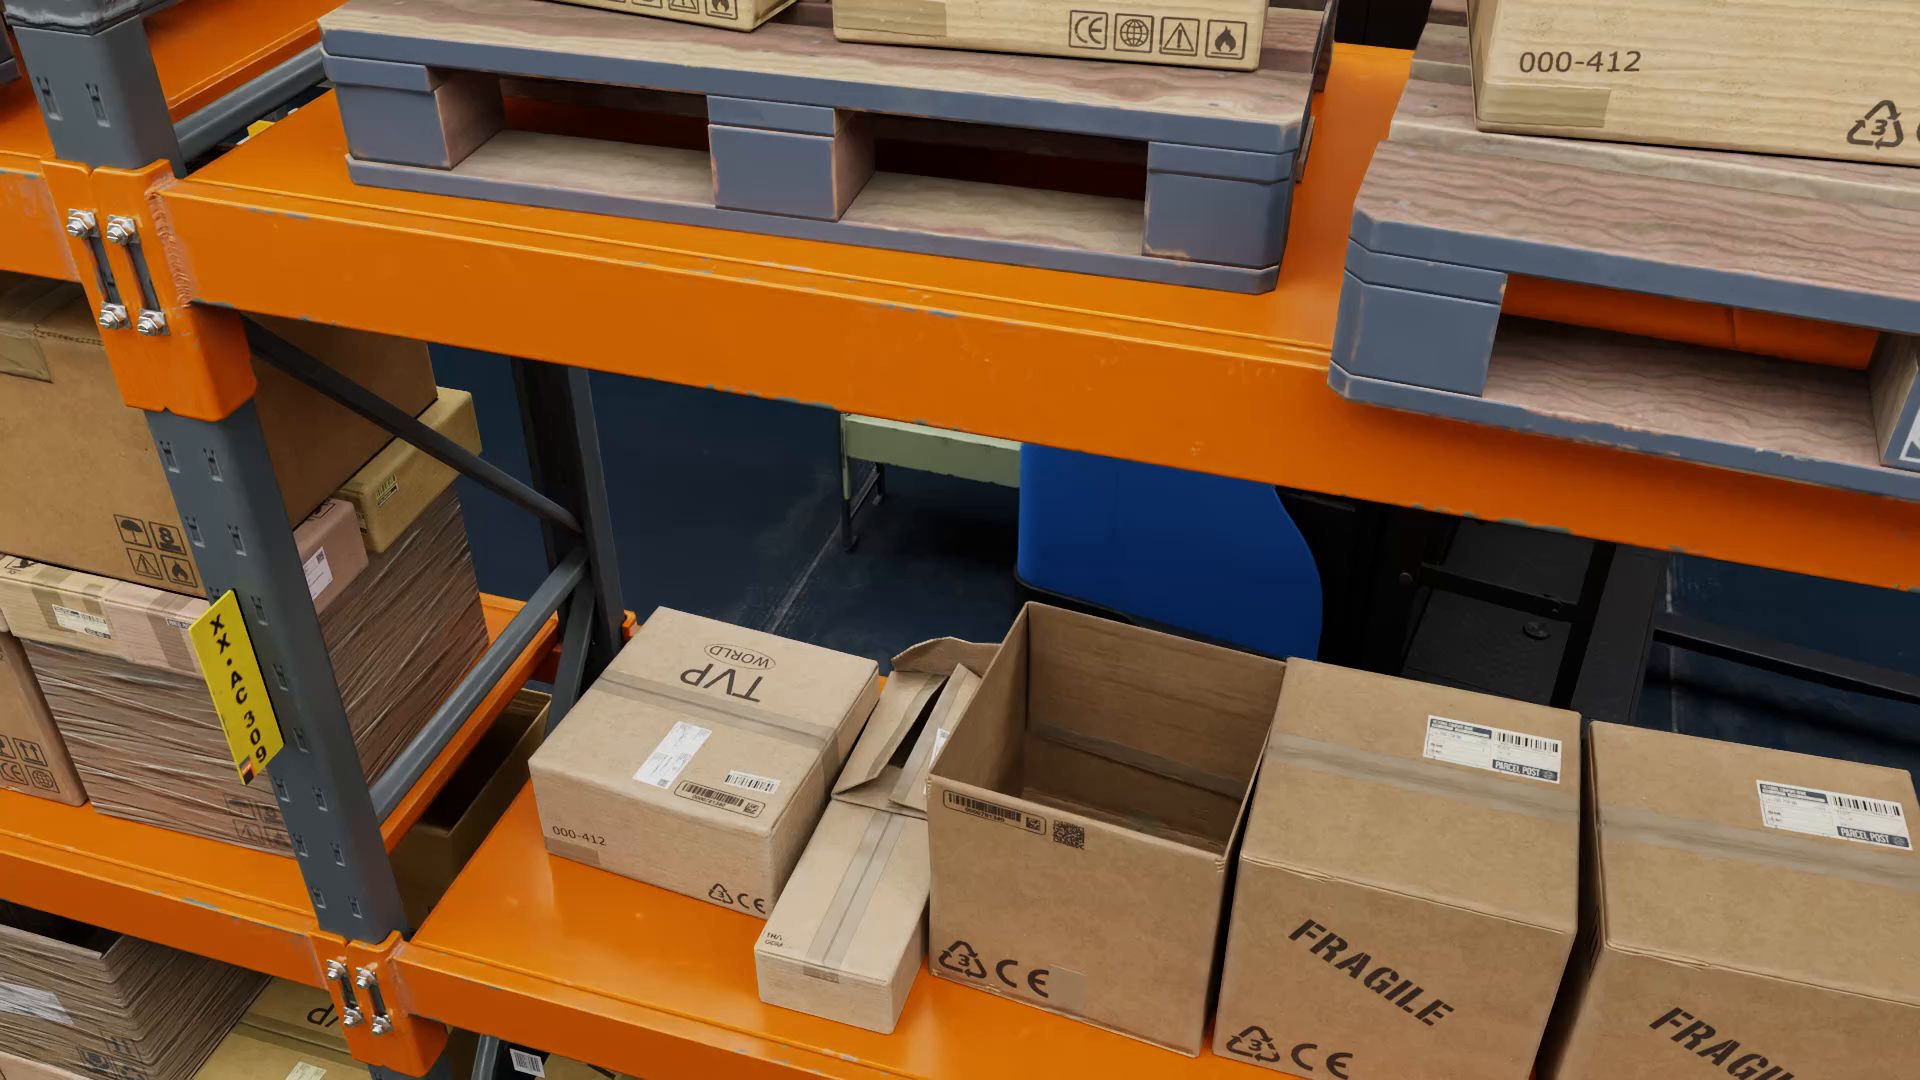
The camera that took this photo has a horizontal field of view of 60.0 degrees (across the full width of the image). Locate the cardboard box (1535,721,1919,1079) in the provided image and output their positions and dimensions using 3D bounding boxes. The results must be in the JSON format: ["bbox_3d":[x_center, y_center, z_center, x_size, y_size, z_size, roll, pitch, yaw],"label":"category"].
[{"bbox_3d":[1.246,0.680,2.711,0.500,0.500,0.500,9,37,11],"label":"cardboard box"}]

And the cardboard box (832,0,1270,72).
[{"bbox_3d":[0.144,-0.806,2.056,0.500,0.250,0.500,7,37,9],"label":"cardboard box"}]

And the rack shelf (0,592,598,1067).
[{"bbox_3d":[-2.875,0.237,4.004,4.000,0.370,1.077,10,38,14],"label":"rack shelf"}]

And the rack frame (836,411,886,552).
[{"bbox_3d":[-0.363,-0.676,5.903,0.023,1.500,0.400,11,38,14],"label":"rack frame"}]

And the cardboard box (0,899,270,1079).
[{"bbox_3d":[-1.948,0.884,3.851,0.500,0.500,0.500,10,38,14],"label":"cardboard box"}]

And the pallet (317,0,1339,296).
[{"bbox_3d":[-0.120,-0.681,2.276,1.217,0.209,0.805,9,37,12],"label":"pallet"}]

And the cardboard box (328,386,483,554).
[{"bbox_3d":[-1.165,-0.158,3.302,0.250,0.149,0.380,10,38,14],"label":"cardboard box"}]

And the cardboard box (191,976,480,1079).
[{"bbox_3d":[-1.474,1.281,3.944,0.500,0.250,0.500,10,38,14],"label":"cardboard box"}]

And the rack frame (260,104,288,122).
[{"bbox_3d":[-3.311,-3.209,8.080,0.127,3.000,1.000,10,38,14],"label":"rack frame"}]

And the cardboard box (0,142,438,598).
[{"bbox_3d":[-1.391,-0.337,2.998,0.500,0.500,0.700,11,38,14],"label":"cardboard box"}]

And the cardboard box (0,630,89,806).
[{"bbox_3d":[-1.897,0.096,3.504,0.500,0.500,0.700,10,38,13],"label":"cardboard box"}]

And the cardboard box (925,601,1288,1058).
[{"bbox_3d":[0.265,0.499,2.957,0.500,0.500,0.500,13,38,17],"label":"cardboard box"}]

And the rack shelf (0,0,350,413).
[{"bbox_3d":[-2.875,-0.971,3.115,4.000,0.370,1.077,10,38,14],"label":"rack shelf"}]

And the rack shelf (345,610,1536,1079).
[{"bbox_3d":[0.943,0.944,3.043,4.000,0.370,1.077,10,38,14],"label":"rack shelf"}]

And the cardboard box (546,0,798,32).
[{"bbox_3d":[-0.381,-0.901,2.186,0.500,0.250,0.500,14,39,19],"label":"cardboard box"}]

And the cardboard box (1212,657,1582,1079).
[{"bbox_3d":[0.743,0.587,2.837,0.500,0.500,0.500,11,38,14],"label":"cardboard box"}]

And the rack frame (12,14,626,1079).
[{"bbox_3d":[-0.966,0.301,3.311,0.127,3.000,1.000,10,38,14],"label":"rack frame"}]

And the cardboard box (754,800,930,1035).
[{"bbox_3d":[-0.181,0.674,3.015,0.250,0.149,0.380,10,38,14],"label":"cardboard box"}]

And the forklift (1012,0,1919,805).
[{"bbox_3d":[1.736,-0.693,4.719,3.031,2.935,1.130,16,39,20],"label":"forklift"}]

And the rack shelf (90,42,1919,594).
[{"bbox_3d":[0.943,-0.264,2.154,4.000,0.370,1.077,10,38,14],"label":"rack shelf"}]

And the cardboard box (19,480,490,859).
[{"bbox_3d":[-1.391,0.186,3.383,0.500,0.500,0.700,10,37,13],"label":"cardboard box"}]

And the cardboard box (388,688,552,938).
[{"bbox_3d":[-1.315,0.678,4.131,0.500,0.500,0.500,10,38,14],"label":"cardboard box"}]

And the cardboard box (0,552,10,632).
[{"bbox_3d":[-1.776,-0.017,3.111,0.250,0.149,0.380,9,37,13],"label":"cardboard box"}]

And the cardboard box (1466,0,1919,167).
[{"bbox_3d":[0.841,-0.643,1.835,0.500,0.250,0.500,7,37,10],"label":"cardboard box"}]

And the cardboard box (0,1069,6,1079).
[{"bbox_3d":[-2.430,1.107,4.181,0.500,0.250,0.500,10,38,14],"label":"cardboard box"}]

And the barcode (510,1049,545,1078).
[{"bbox_3d":[-0.847,1.025,3.255,0.075,0.075,0.001,10,38,14],"label":"barcode"}]

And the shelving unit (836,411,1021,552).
[{"bbox_3d":[-0.015,-0.609,5.812,0.755,1.500,0.431,11,38,14],"label":"shelving unit"}]

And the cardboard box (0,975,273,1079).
[{"bbox_3d":[-1.948,1.187,4.072,0.500,0.250,0.500,10,38,14],"label":"cardboard box"}]

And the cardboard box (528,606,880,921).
[{"bbox_3d":[-0.483,0.424,3.270,0.500,0.250,0.500,13,38,17],"label":"cardboard box"}]

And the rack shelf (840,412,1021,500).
[{"bbox_3d":[-0.015,-0.346,6.005,0.720,0.370,0.431,11,38,14],"label":"rack shelf"}]

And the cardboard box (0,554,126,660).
[{"bbox_3d":[-1.525,0.028,3.050,0.250,0.149,0.380,10,37,13],"label":"cardboard box"}]

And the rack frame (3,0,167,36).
[{"bbox_3d":[-0.966,-2.115,1.532,0.127,3.000,1.000,10,38,14],"label":"rack frame"}]

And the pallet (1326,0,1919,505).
[{"bbox_3d":[1.109,-0.389,1.877,1.213,0.211,1.003,12,38,16],"label":"pallet"}]

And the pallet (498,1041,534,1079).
[{"bbox_3d":[-1.713,1.260,4.360,1.213,0.211,1.003,10,38,14],"label":"pallet"}]

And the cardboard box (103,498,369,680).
[{"bbox_3d":[-1.289,0.073,2.989,0.250,0.149,0.380,10,38,14],"label":"cardboard box"}]

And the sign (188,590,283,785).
[{"bbox_3d":[-1.130,0.235,2.603,0.005,0.325,0.100,10,38,14],"label":"sign"}]

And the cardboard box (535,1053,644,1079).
[{"bbox_3d":[-0.646,1.227,3.544,0.500,0.311,0.500,11,38,14],"label":"cardboard box"}]

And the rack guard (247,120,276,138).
[{"bbox_3d":[-3.238,-2.189,8.803,0.348,0.500,1.175,10,38,14],"label":"rack guard"}]

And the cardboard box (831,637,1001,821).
[{"bbox_3d":[-0.072,0.407,3.280,0.258,0.266,0.396,10,37,13],"label":"cardboard box"}]
